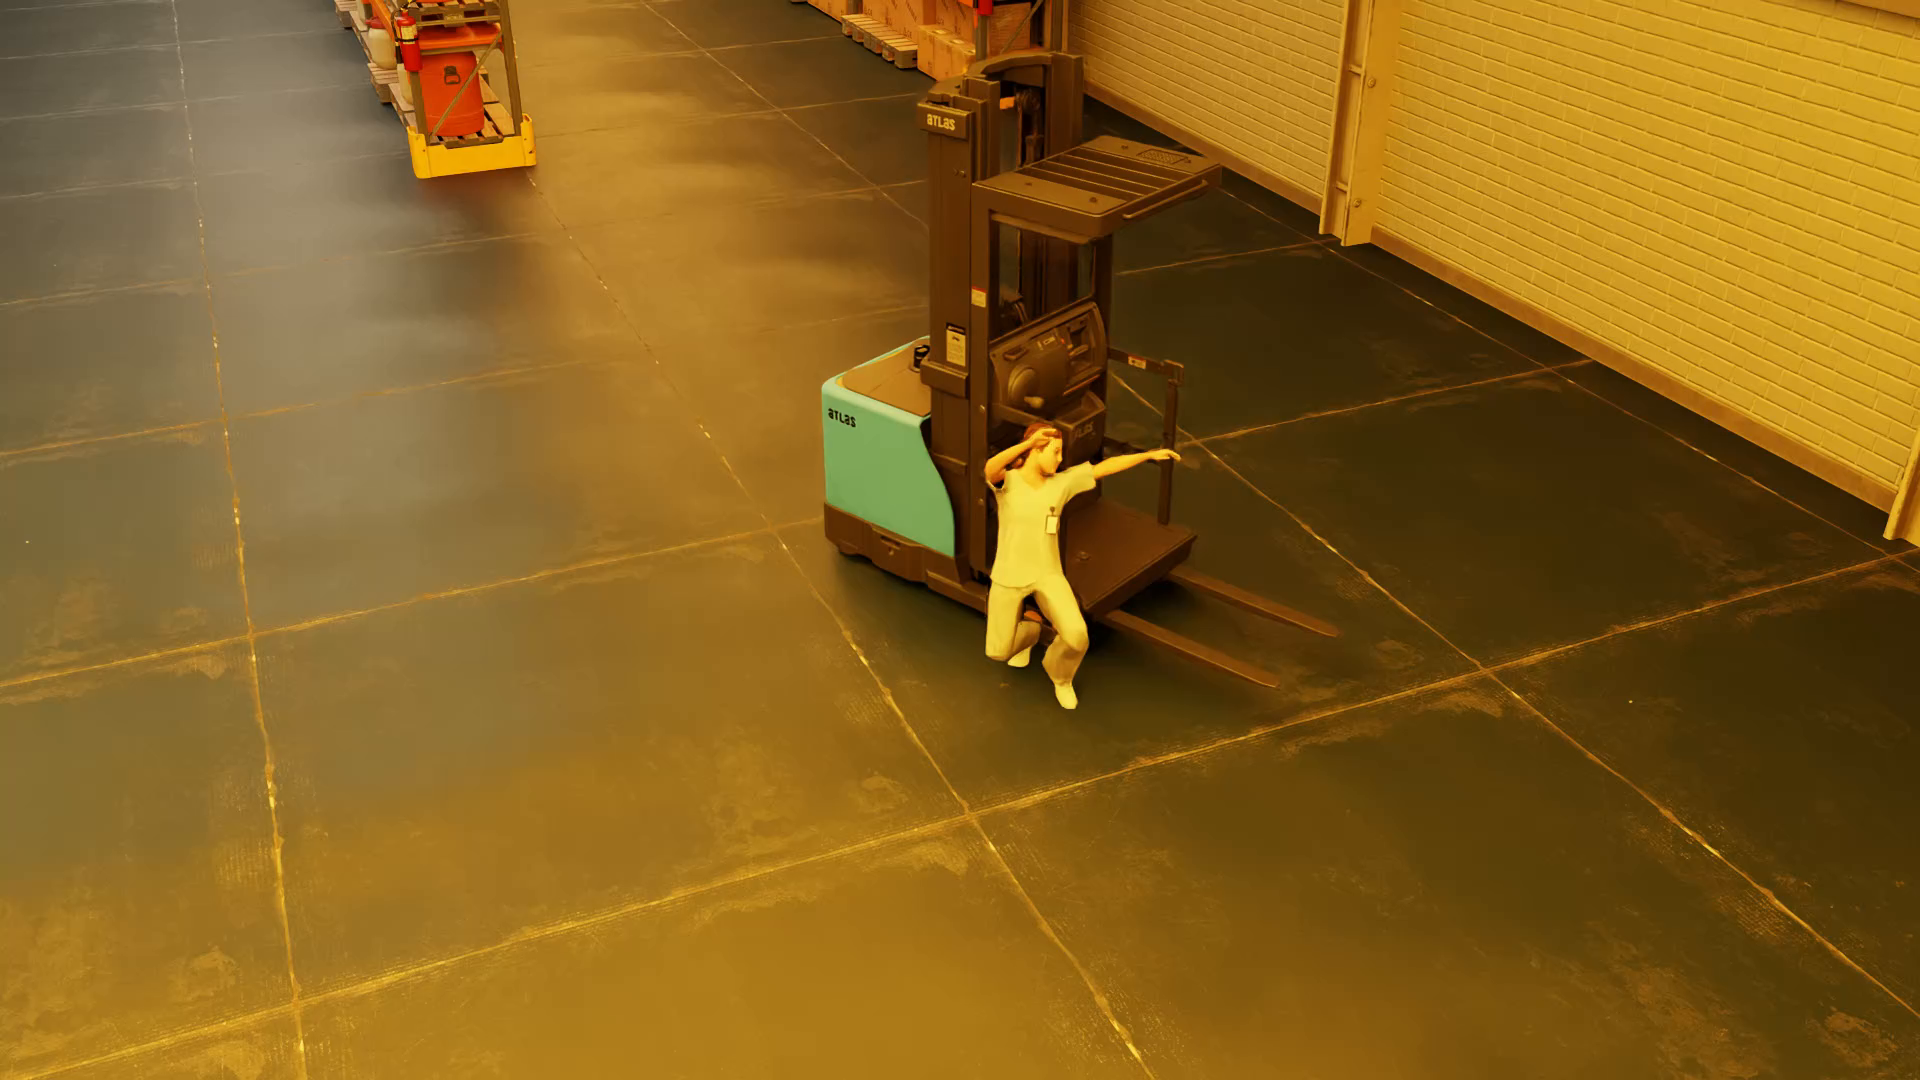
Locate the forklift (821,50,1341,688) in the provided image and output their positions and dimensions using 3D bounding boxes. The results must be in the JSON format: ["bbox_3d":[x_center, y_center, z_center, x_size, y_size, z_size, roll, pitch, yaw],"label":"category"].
[{"bbox_3d":[0.640,-0.951,8.783,3.031,2.935,1.130,23,37,34],"label":"forklift"}]

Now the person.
[{"bbox_3d":[0.611,0.109,8.355,0.984,1.535,0.805,0,30,0],"label":"person"}]
